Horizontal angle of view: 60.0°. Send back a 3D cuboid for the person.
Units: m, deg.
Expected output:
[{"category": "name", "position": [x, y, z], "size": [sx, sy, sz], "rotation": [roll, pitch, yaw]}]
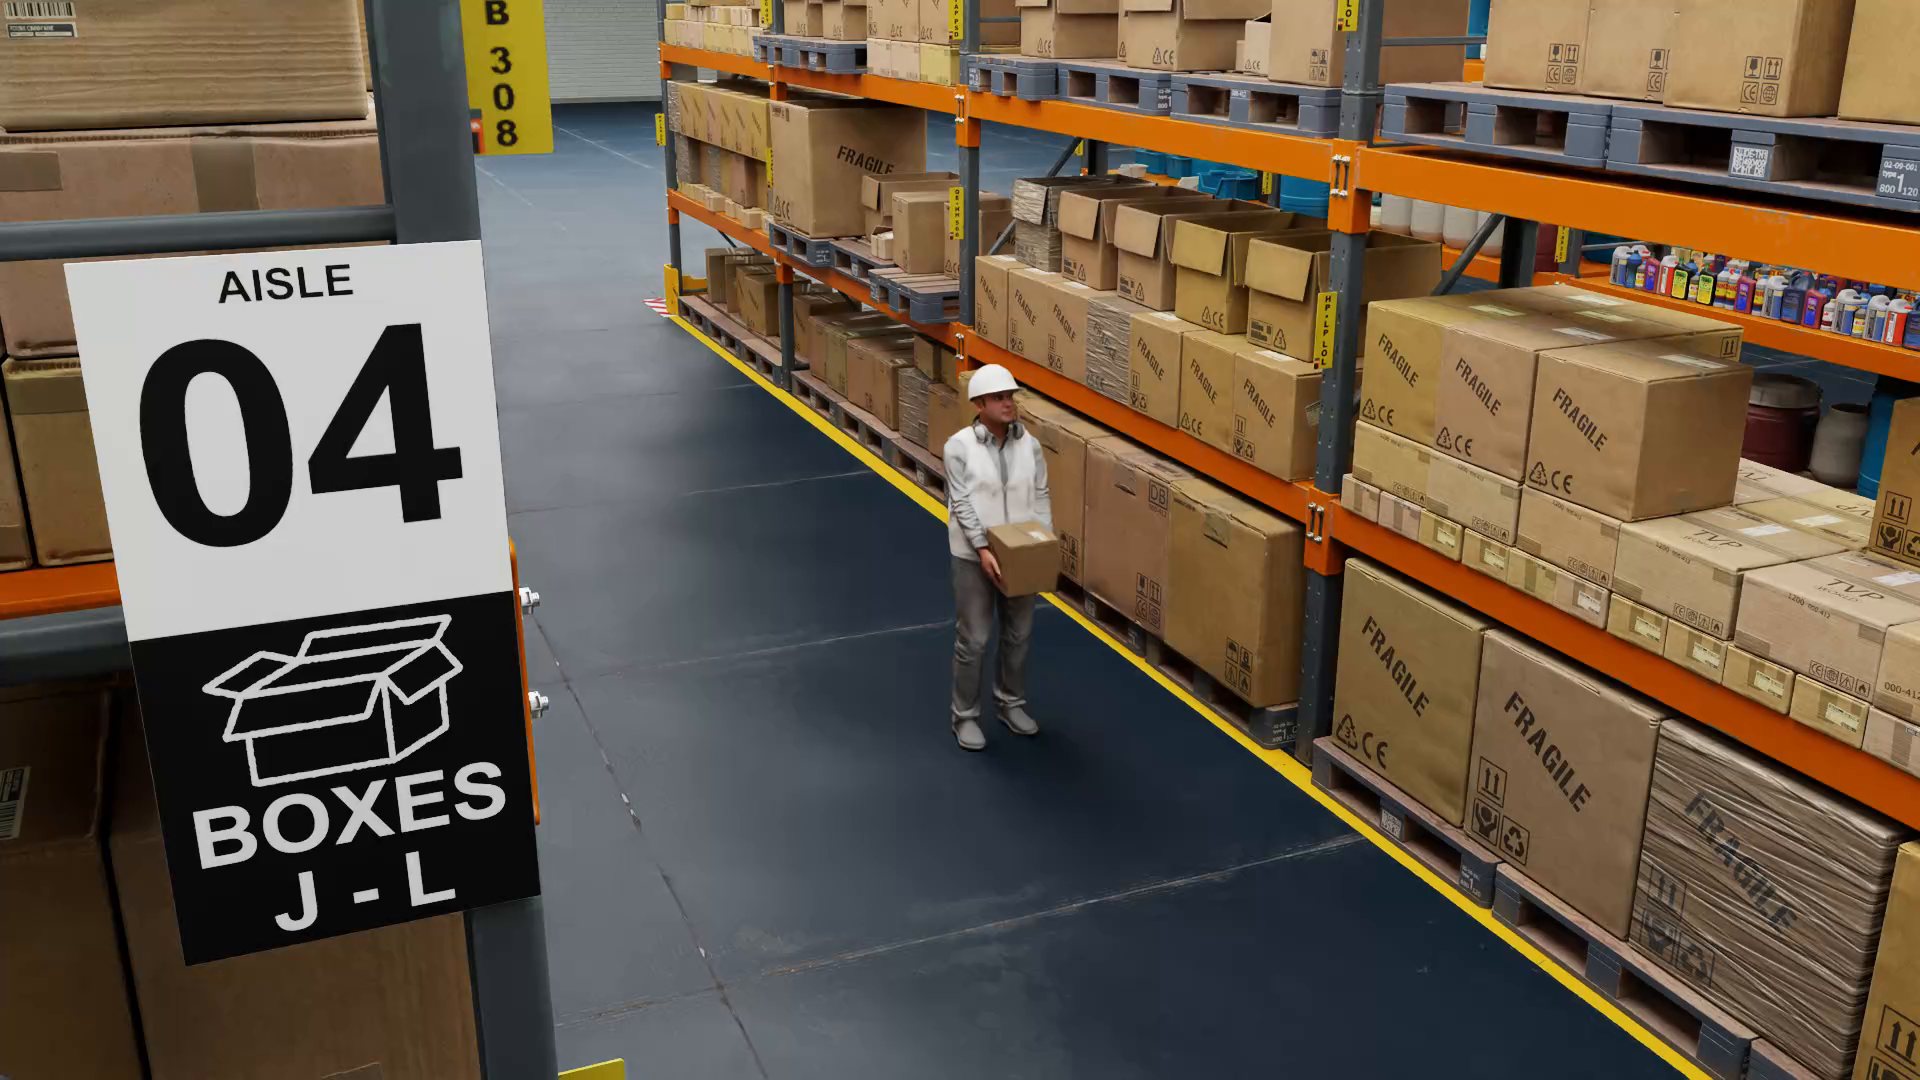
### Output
[{"category": "person", "position": [0.198, 0.085, 7.767], "size": [0.512, 1.773, 0.540], "rotation": [-8, 20, -22]}]
